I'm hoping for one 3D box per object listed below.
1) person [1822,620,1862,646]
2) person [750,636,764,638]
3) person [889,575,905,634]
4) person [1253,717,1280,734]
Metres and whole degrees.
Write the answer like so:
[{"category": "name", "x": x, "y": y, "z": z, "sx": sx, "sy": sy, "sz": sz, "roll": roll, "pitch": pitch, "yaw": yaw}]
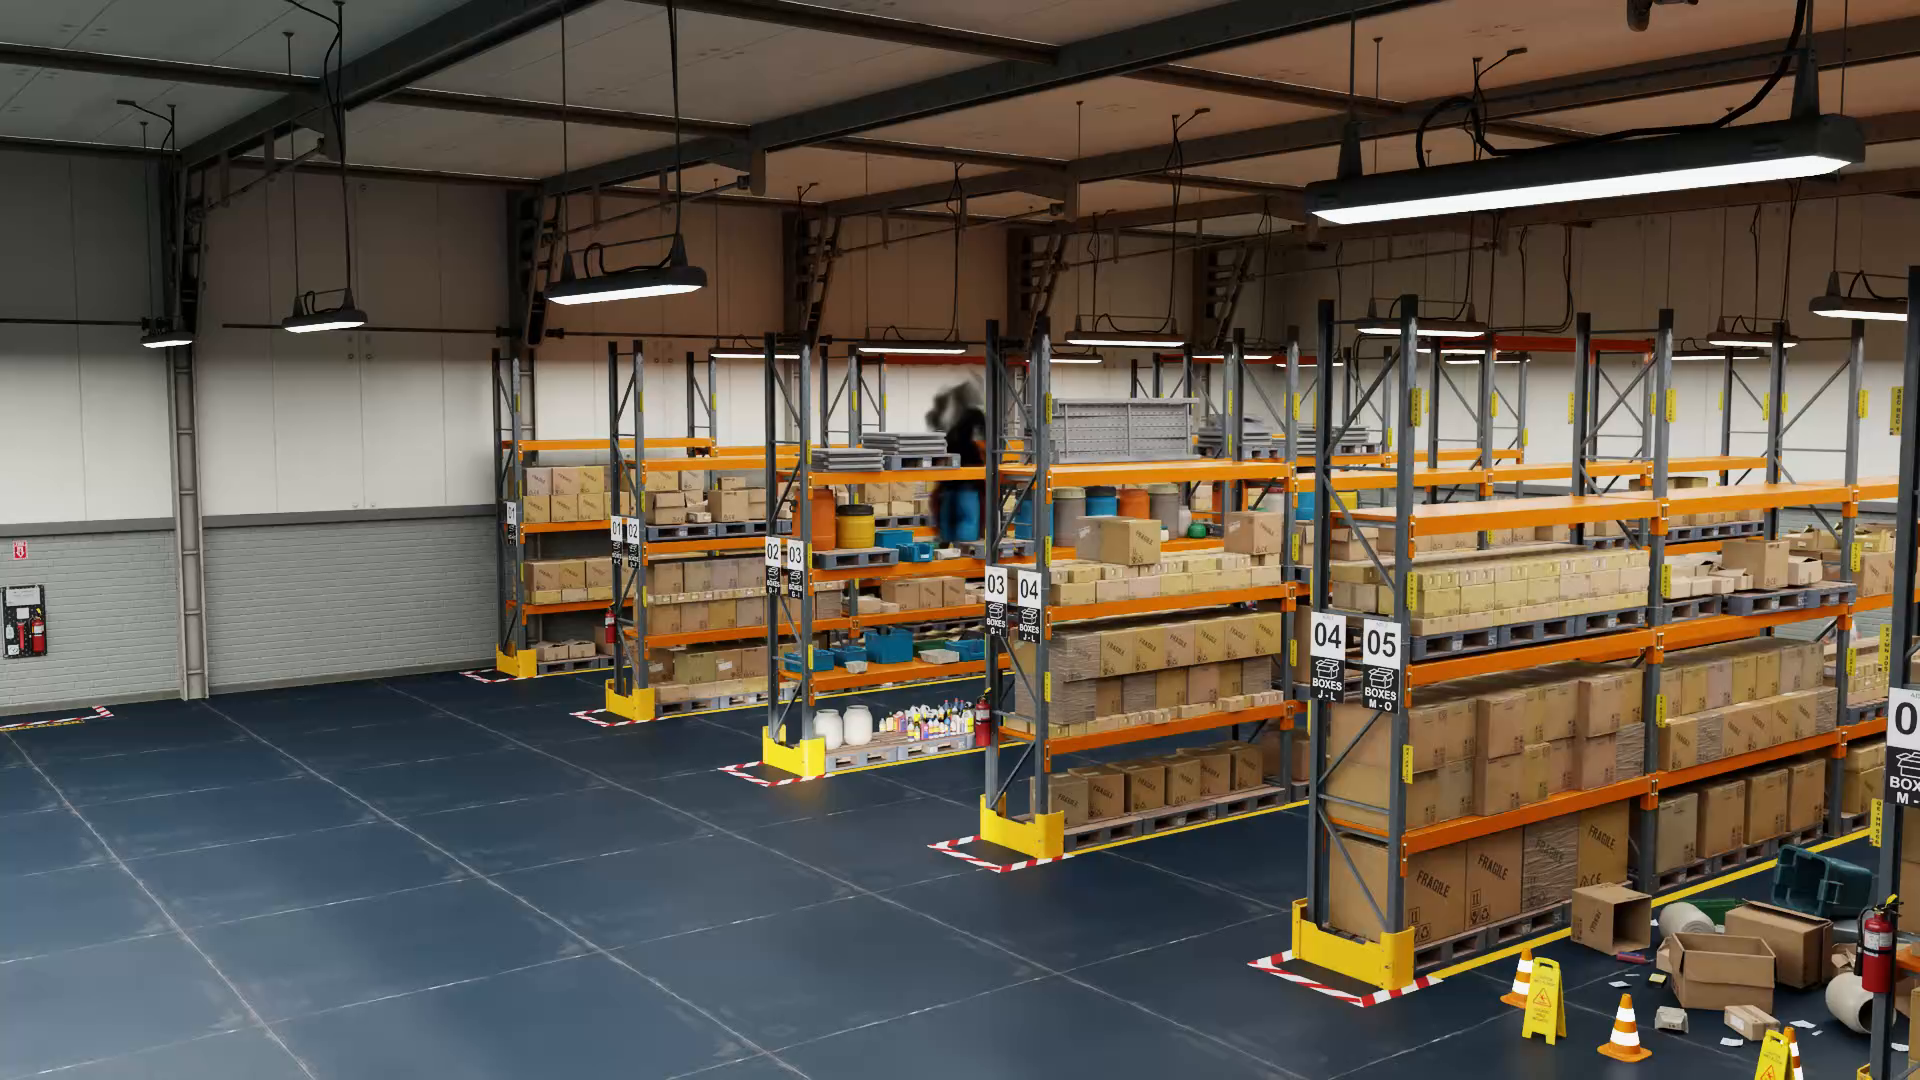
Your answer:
[{"category": "person", "x": 14.539, "y": 1.904, "z": 27.357, "sx": 0.679, "sy": 1.745, "sz": 0.692, "roll": 0, "pitch": 5, "yaw": 0}, {"category": "person", "x": -3.617, "y": 1.663, "z": 30.113, "sx": 0.639, "sy": 1.728, "sz": 0.668, "roll": -4, "pitch": 7, "yaw": -41}, {"category": "person", "x": -1.204, "y": 1.522, "z": 32.333, "sx": 0.695, "sy": 1.695, "sz": 0.590, "roll": -4, "pitch": 6, "yaw": -38}, {"category": "person", "x": 4.427, "y": 2.158, "z": 23.849, "sx": 0.699, "sy": 1.613, "sz": 0.660, "roll": -4, "pitch": 6, "yaw": -37}]
